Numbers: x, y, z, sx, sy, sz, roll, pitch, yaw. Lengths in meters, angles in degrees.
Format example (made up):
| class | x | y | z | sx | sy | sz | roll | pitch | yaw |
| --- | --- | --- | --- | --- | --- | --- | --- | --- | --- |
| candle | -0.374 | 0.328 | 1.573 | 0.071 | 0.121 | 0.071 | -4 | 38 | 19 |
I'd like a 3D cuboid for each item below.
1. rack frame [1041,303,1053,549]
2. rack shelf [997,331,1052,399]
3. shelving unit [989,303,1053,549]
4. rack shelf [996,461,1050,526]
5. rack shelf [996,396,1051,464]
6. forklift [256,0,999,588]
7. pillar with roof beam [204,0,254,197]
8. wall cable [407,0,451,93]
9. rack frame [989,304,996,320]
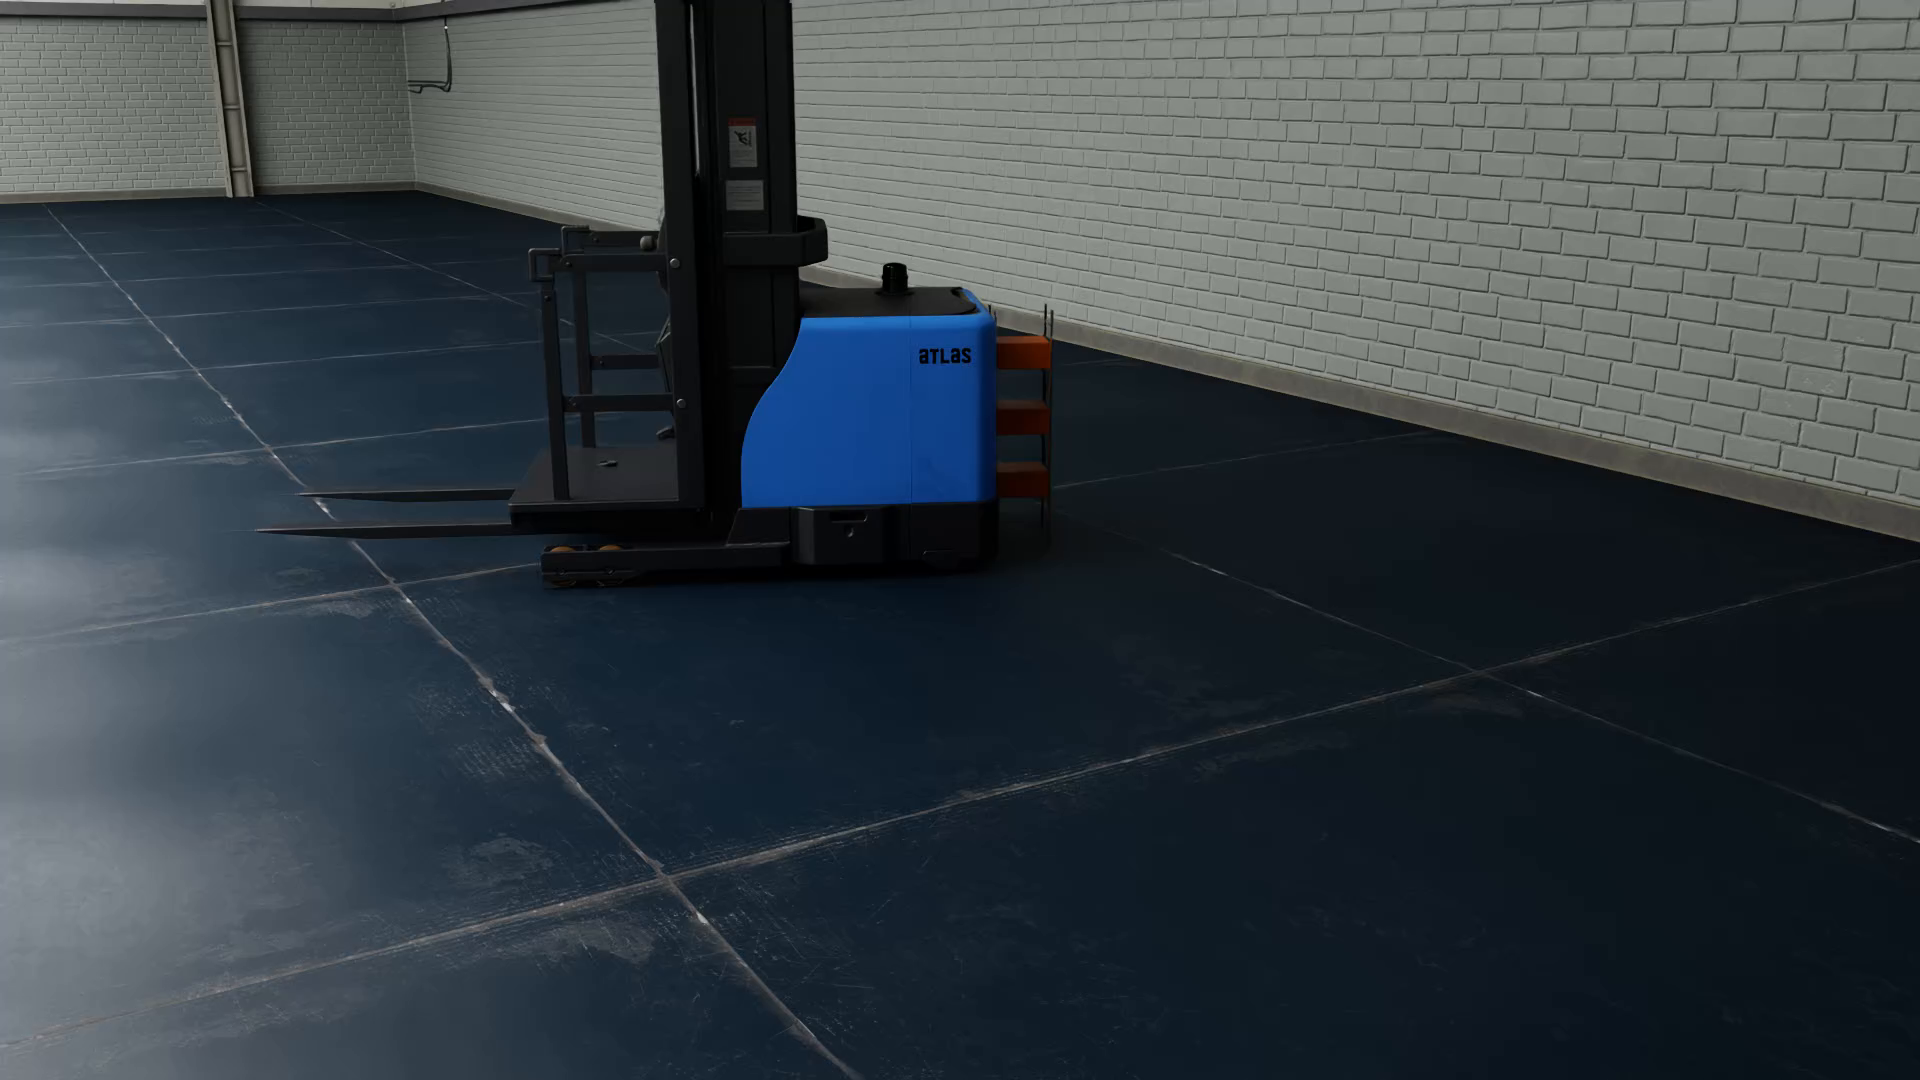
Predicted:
| class | x | y | z | sx | sy | sz | roll | pitch | yaw |
| --- | --- | --- | --- | --- | --- | --- | --- | --- | --- |
| rack frame | 0.380 | -0.493 | 7.254 | 0.008 | 1.050 | 0.200 | -2 | 16 | -6 |
| rack shelf | 0.259 | -0.753 | 7.168 | 0.240 | 0.259 | 0.215 | -2 | 16 | -6 |
| shelving unit | 0.258 | -0.490 | 7.242 | 0.252 | 1.050 | 0.215 | -2 | 16 | -6 |
| rack shelf | 0.258 | -0.212 | 7.321 | 0.240 | 0.259 | 0.215 | -2 | 16 | -6 |
| rack shelf | 0.258 | -0.480 | 7.245 | 0.240 | 0.259 | 0.215 | -2 | 16 | -6 |
| forklift | -1.387 | -1.367 | 6.885 | 3.031 | 2.935 | 1.130 | -2 | 16 | -6 |
| pillar with roof beam | -10.047 | -9.197 | 23.577 | 0.400 | 9.000 | 9.100 | -9 | 18 | -30 |
| wall cable | -9.058 | -8.801 | 27.919 | 0.112 | 2.526 | 3.097 | -9 | 18 | -30 |
| rack frame | 0.137 | -0.487 | 7.230 | 0.008 | 1.050 | 0.200 | -2 | 16 | -6 |
